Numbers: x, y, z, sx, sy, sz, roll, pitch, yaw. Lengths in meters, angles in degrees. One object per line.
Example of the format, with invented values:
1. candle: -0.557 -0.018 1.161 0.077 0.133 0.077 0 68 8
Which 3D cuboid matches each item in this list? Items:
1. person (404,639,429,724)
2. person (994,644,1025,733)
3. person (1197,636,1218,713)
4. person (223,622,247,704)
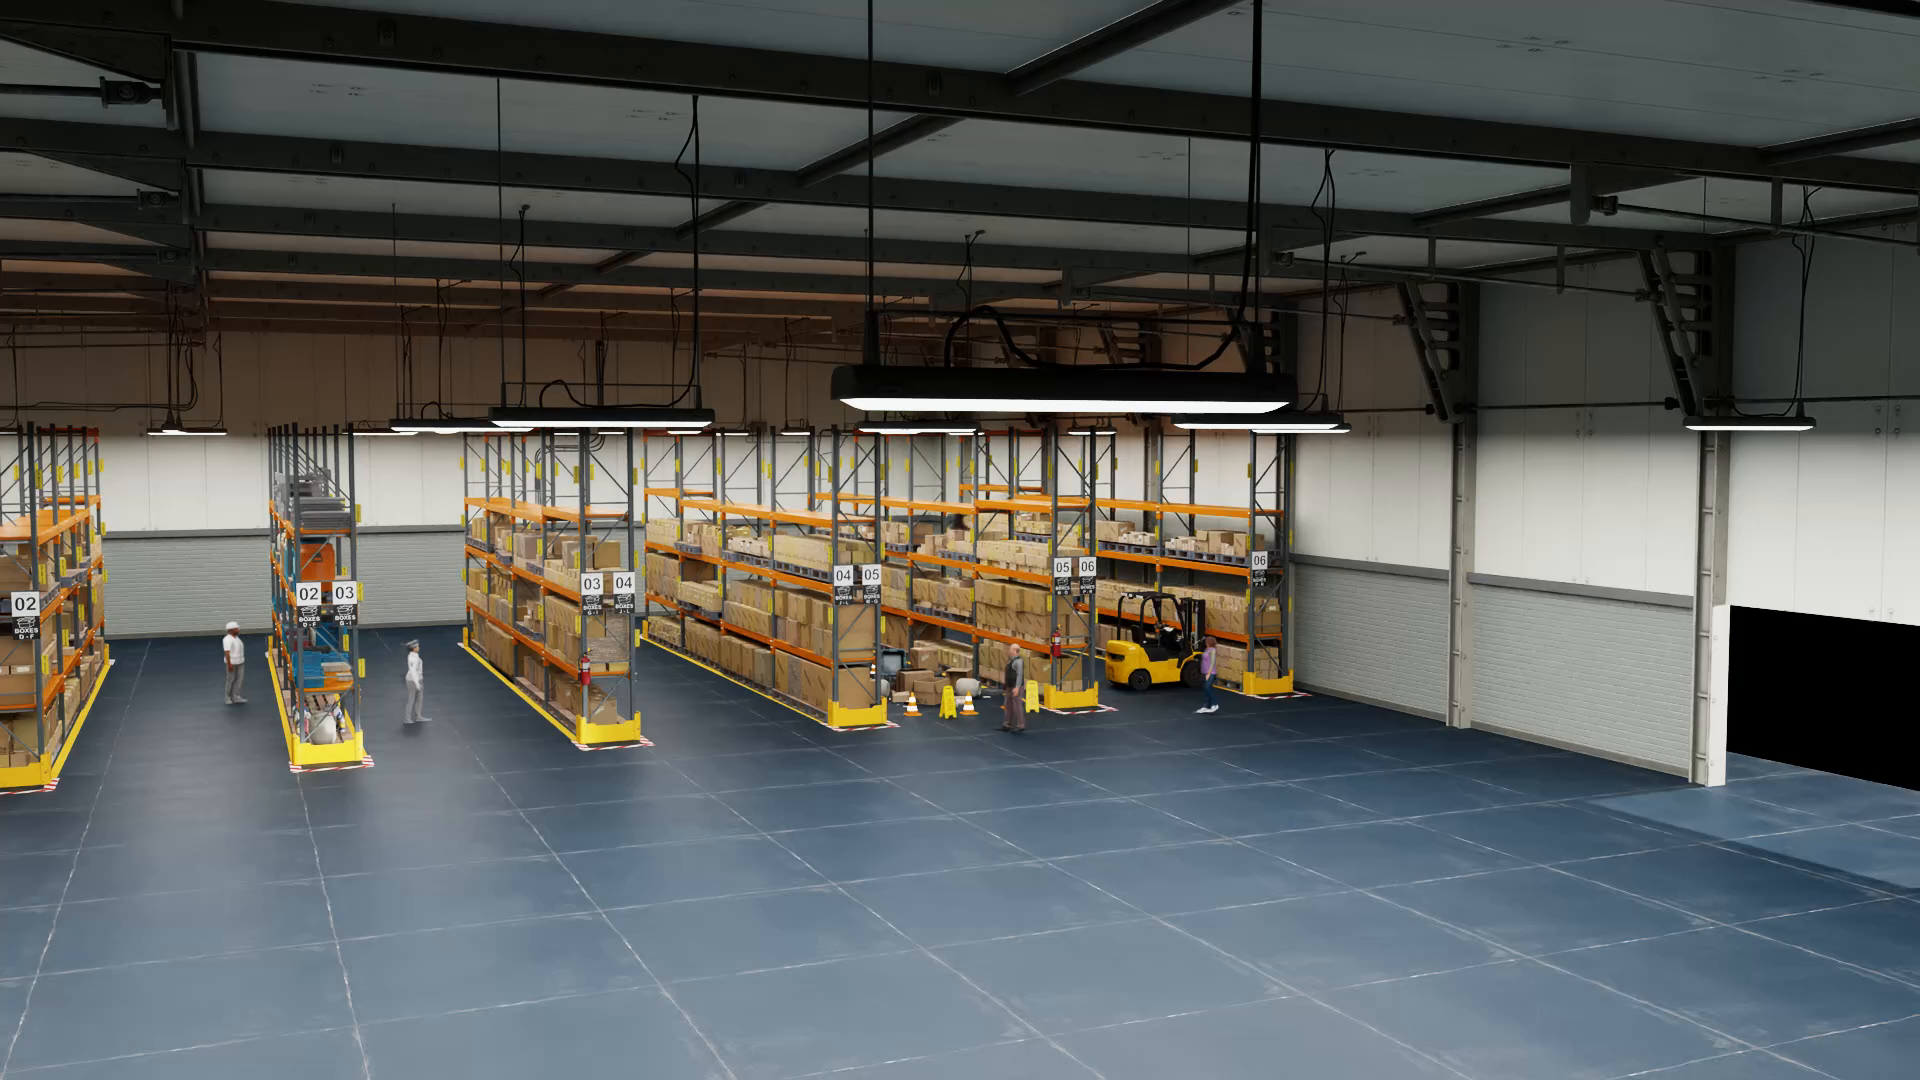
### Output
1. person: -10.975 2.851 33.445 0.426 1.678 0.503 0 4 6
2. person: 0.998 2.881 32.375 0.513 1.734 0.595 -1 4 -19
3. person: 5.180 2.804 34.671 0.381 1.608 0.448 -2 4 -23
4. person: -15.666 2.649 35.874 0.409 1.765 0.618 1 4 18
